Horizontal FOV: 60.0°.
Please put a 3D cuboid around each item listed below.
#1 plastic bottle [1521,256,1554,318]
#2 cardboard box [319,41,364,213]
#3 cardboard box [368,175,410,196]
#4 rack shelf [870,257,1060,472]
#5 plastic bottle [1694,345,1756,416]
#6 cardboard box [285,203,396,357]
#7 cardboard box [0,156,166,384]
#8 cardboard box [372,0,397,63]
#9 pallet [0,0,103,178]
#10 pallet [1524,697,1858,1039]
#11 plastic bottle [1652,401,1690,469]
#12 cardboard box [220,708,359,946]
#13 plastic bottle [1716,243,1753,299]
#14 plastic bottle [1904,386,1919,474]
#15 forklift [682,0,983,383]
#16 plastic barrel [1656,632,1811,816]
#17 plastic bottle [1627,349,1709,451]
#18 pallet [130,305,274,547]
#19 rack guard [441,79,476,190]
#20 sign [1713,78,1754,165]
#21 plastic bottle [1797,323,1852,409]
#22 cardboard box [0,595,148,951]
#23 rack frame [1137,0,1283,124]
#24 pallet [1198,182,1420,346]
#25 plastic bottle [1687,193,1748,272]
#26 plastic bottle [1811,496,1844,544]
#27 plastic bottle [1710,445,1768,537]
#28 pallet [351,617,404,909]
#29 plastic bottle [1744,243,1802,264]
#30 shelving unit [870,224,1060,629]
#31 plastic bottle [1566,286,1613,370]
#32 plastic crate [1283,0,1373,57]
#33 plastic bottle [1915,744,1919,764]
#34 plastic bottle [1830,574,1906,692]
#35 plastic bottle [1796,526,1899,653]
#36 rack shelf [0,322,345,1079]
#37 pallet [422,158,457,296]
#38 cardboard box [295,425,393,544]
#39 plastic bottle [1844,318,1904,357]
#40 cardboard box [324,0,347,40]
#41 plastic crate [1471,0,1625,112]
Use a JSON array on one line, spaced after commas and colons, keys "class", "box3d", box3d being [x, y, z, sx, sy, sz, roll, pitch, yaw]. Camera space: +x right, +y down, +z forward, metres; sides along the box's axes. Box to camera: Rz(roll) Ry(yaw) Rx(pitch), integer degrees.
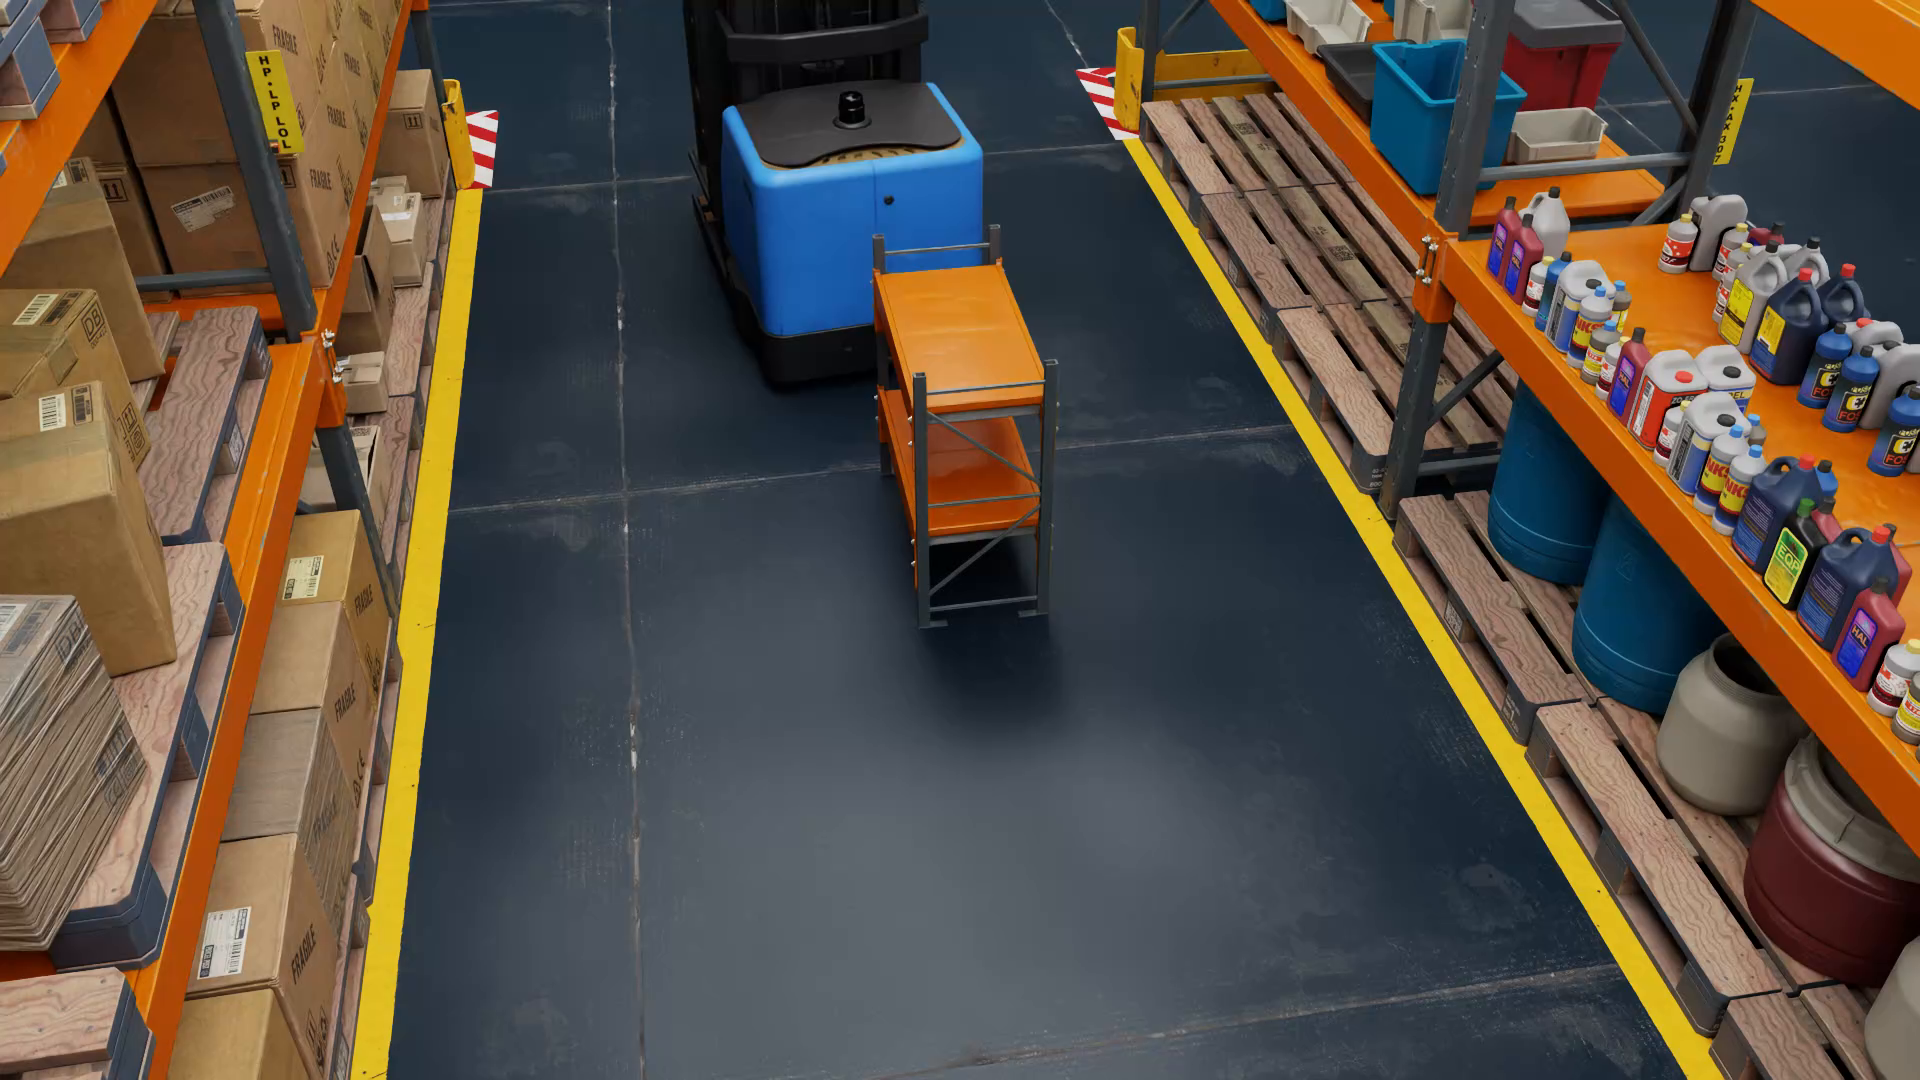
[{"class": "plastic bottle", "box3d": [1.949, -0.852, 5.563, 0.097, 0.201, 0.097, 0, 38, 0]}, {"class": "cardboard box", "box3d": [-2.548, -1.501, 6.155, 0.500, 0.500, 0.500, -6, 38, -7]}, {"class": "cardboard box", "box3d": [-3.016, -1.730, 8.483, 0.380, 0.166, 0.250, -6, 38, -8]}, {"class": "rack shelf", "box3d": [-0.001, -0.679, 6.231, 0.538, 0.278, 1.000, -6, 38, -8]}, {"class": "plastic bottle", "box3d": [2.261, -0.433, 4.964, 0.152, 0.276, 0.135, -6, 38, -8]}, {"class": "cardboard box", "box3d": [-2.969, -1.137, 7.445, 0.797, 0.503, 0.637, -6, 38, -8]}, {"class": "cardboard box", "box3d": [-2.772, -0.710, 4.796, 0.700, 0.500, 0.500, -19, 42, -23]}, {"class": "cardboard box", "box3d": [-2.813, -2.415, 7.332, 0.500, 0.500, 0.500, -6, 38, -8]}, {"class": "pallet", "box3d": [-2.404, -0.898, 3.169, 1.213, 0.211, 1.003, -6, 38, -8]}, {"class": "pallet", "box3d": [2.554, 0.964, 5.337, 1.003, 0.211, 1.213, -6, 38, -8]}, {"class": "plastic bottle", "box3d": [2.105, -0.315, 4.872, 0.097, 0.201, 0.097, 0, 38, 0]}, {"class": "cardboard box", "box3d": [-2.100, 0.868, 4.867, 0.500, 0.500, 0.500, -6, 38, -7]}, {"class": "plastic bottle", "box3d": [2.641, -0.910, 5.638, 0.097, 0.201, 0.097, 0, 38, 0]}, {"class": "plastic bottle", "box3d": [2.847, -0.347, 4.853, 0.152, 0.276, 0.135, -6, 38, -8]}, {"class": "forklift", "box3d": [-0.796, -2.781, 7.940, 1.130, 2.935, 3.031, -10, 39, -13]}, {"class": "plastic barrel", "box3d": [2.457, 0.580, 5.245, 0.421, 0.512, 0.421, 0, 38, 0]}, {"class": "plastic bottle", "box3d": [2.111, -0.417, 4.943, 0.152, 0.276, 0.135, -6, 38, -8]}, {"class": "pallet", "box3d": [-2.602, -0.245, 4.777, 1.003, 0.211, 1.213, -6, 38, -8]}, {"class": "rack guard", "box3d": [-3.322, -2.198, 9.172, 1.175, 0.500, 0.348, -6, 38, -8]}, {"class": "sign", "box3d": [2.785, -1.513, 6.027, 0.100, 0.325, 0.005, -6, 38, -8]}, {"class": "plastic bottle", "box3d": [2.663, -0.542, 5.107, 0.097, 0.271, 0.097, 0, 38, 0]}, {"class": "cardboard box", "box3d": [-2.127, 0.454, 3.297, 0.700, 0.500, 0.500, 0, 38, 1]}, {"class": "rack frame", "box3d": [1.542, -3.762, 9.147, 1.000, 3.000, 0.127, -6, 38, -8]}, {"class": "pallet", "box3d": [1.858, -1.423, 8.410, 1.003, 0.211, 1.213, -6, 38, -8]}, {"class": "plastic bottle", "box3d": [2.630, -1.094, 5.814, 0.152, 0.276, 0.135, -6, 38, -8]}, {"class": "plastic bottle", "box3d": [2.257, 0.029, 4.363, 0.061, 0.283, 0.133, -6, 38, -8]}, {"class": "plastic bottle", "box3d": [2.162, -0.143, 4.594, 0.097, 0.271, 0.097, 0, 38, 0]}, {"class": "pallet", "box3d": [-2.455, 0.773, 5.583, 1.003, 0.211, 1.213, -6, 38, -8]}, {"class": "plastic bottle", "box3d": [2.694, -0.873, 5.530, 0.152, 0.276, 0.135, -6, 38, -8]}, {"class": "shelving unit", "box3d": [-0.001, -0.448, 6.410, 0.538, 1.125, 1.048, -6, 38, -8]}, {"class": "plastic bottle", "box3d": [2.006, -0.680, 5.286, 0.097, 0.271, 0.097, 0, 38, 0]}, {"class": "plastic crate", "box3d": [1.642, -2.285, 7.412, 0.293, 0.136, 0.466, -6, 38, -8]}, {"class": "plastic bottle", "box3d": [2.325, 0.445, 3.894, 0.097, 0.201, 0.097, 0, 38, 0]}, {"class": "plastic bottle", "box3d": [2.253, 0.227, 4.107, 0.061, 0.283, 0.133, -6, 38, -8]}, {"class": "plastic bottle", "box3d": [2.266, 0.100, 4.216, 0.144, 0.351, 0.185, -6, 38, -8]}, {"class": "rack shelf", "box3d": [-2.284, 0.677, 4.020, 1.077, 0.370, 4.000, -6, 38, -8]}, {"class": "pallet", "box3d": [-3.182, -1.603, 8.641, 1.003, 0.211, 1.213, -6, 38, -8]}, {"class": "cardboard box", "box3d": [-2.495, -0.204, 6.401, 0.500, 0.311, 0.500, -6, 38, -8]}, {"class": "plastic bottle", "box3d": [2.783, -0.568, 5.138, 0.152, 0.276, 0.135, -6, 38, -8]}, {"class": "cardboard box", "box3d": [-2.621, -2.187, 6.223, 0.500, 0.500, 0.500, -7, 38, -9]}, {"class": "plastic crate", "box3d": [2.333, -1.961, 6.728, 0.402, 0.464, 0.583, -6, 38, -8]}]
